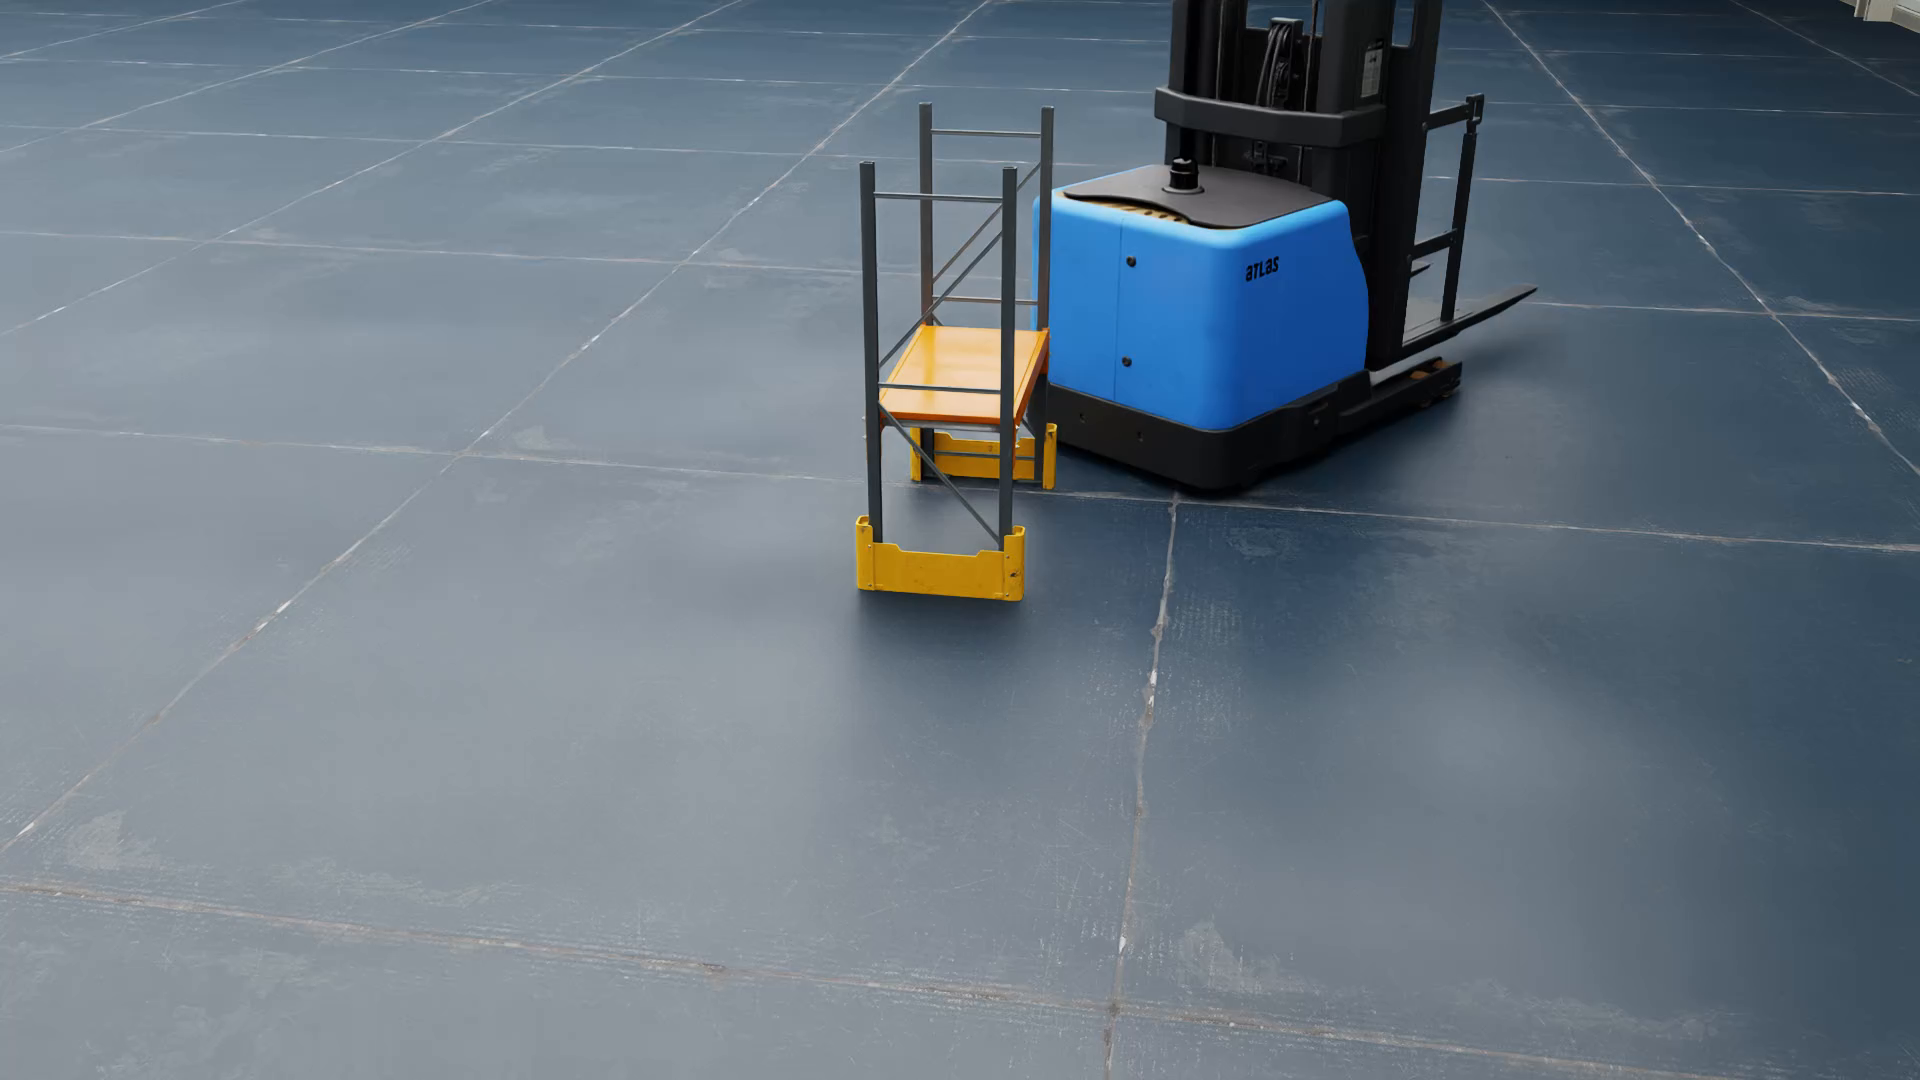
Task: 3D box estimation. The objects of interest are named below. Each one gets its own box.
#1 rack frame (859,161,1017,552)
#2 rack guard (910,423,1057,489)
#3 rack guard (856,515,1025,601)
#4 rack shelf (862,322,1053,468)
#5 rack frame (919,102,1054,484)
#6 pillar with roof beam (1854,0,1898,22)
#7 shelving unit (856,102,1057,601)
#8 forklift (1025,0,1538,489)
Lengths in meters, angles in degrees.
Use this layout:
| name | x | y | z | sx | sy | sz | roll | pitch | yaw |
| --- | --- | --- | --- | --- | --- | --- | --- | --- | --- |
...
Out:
| name | x | y | z | sx | sy | sz | roll | pitch | yaw |
| --- | --- | --- | --- | --- | --- | --- | --- | --- | --- |
| rack frame | -0.069 | -0.502 | 5.554 | 0.500 | 1.500 | 0.032 | 4 | 25 | 9 |
| rack guard | 0.094 | -0.353 | 6.710 | 0.587 | 0.250 | 0.087 | 4 | 25 | 9 |
| rack guard | -0.069 | 0.063 | 5.820 | 0.587 | 0.250 | 0.087 | 4 | 25 | 9 |
| rack shelf | 0.014 | -0.552 | 6.085 | 0.538 | 0.185 | 1.000 | 4 | 25 | 9 |
| rack frame | 0.097 | -0.928 | 6.462 | 0.500 | 1.500 | 0.032 | 4 | 25 | 9 |
| pillar with roof beam | 6.144 | -10.301 | 17.641 | 9.100 | 9.000 | 0.400 | 4 | 25 | 9 |
| shelving unit | 0.012 | -0.711 | 6.000 | 0.587 | 1.500 | 1.083 | 4 | 25 | 9 |
| forklift | 1.663 | -2.059 | 7.192 | 1.130 | 2.935 | 3.031 | 22 | 33 | 39 |
